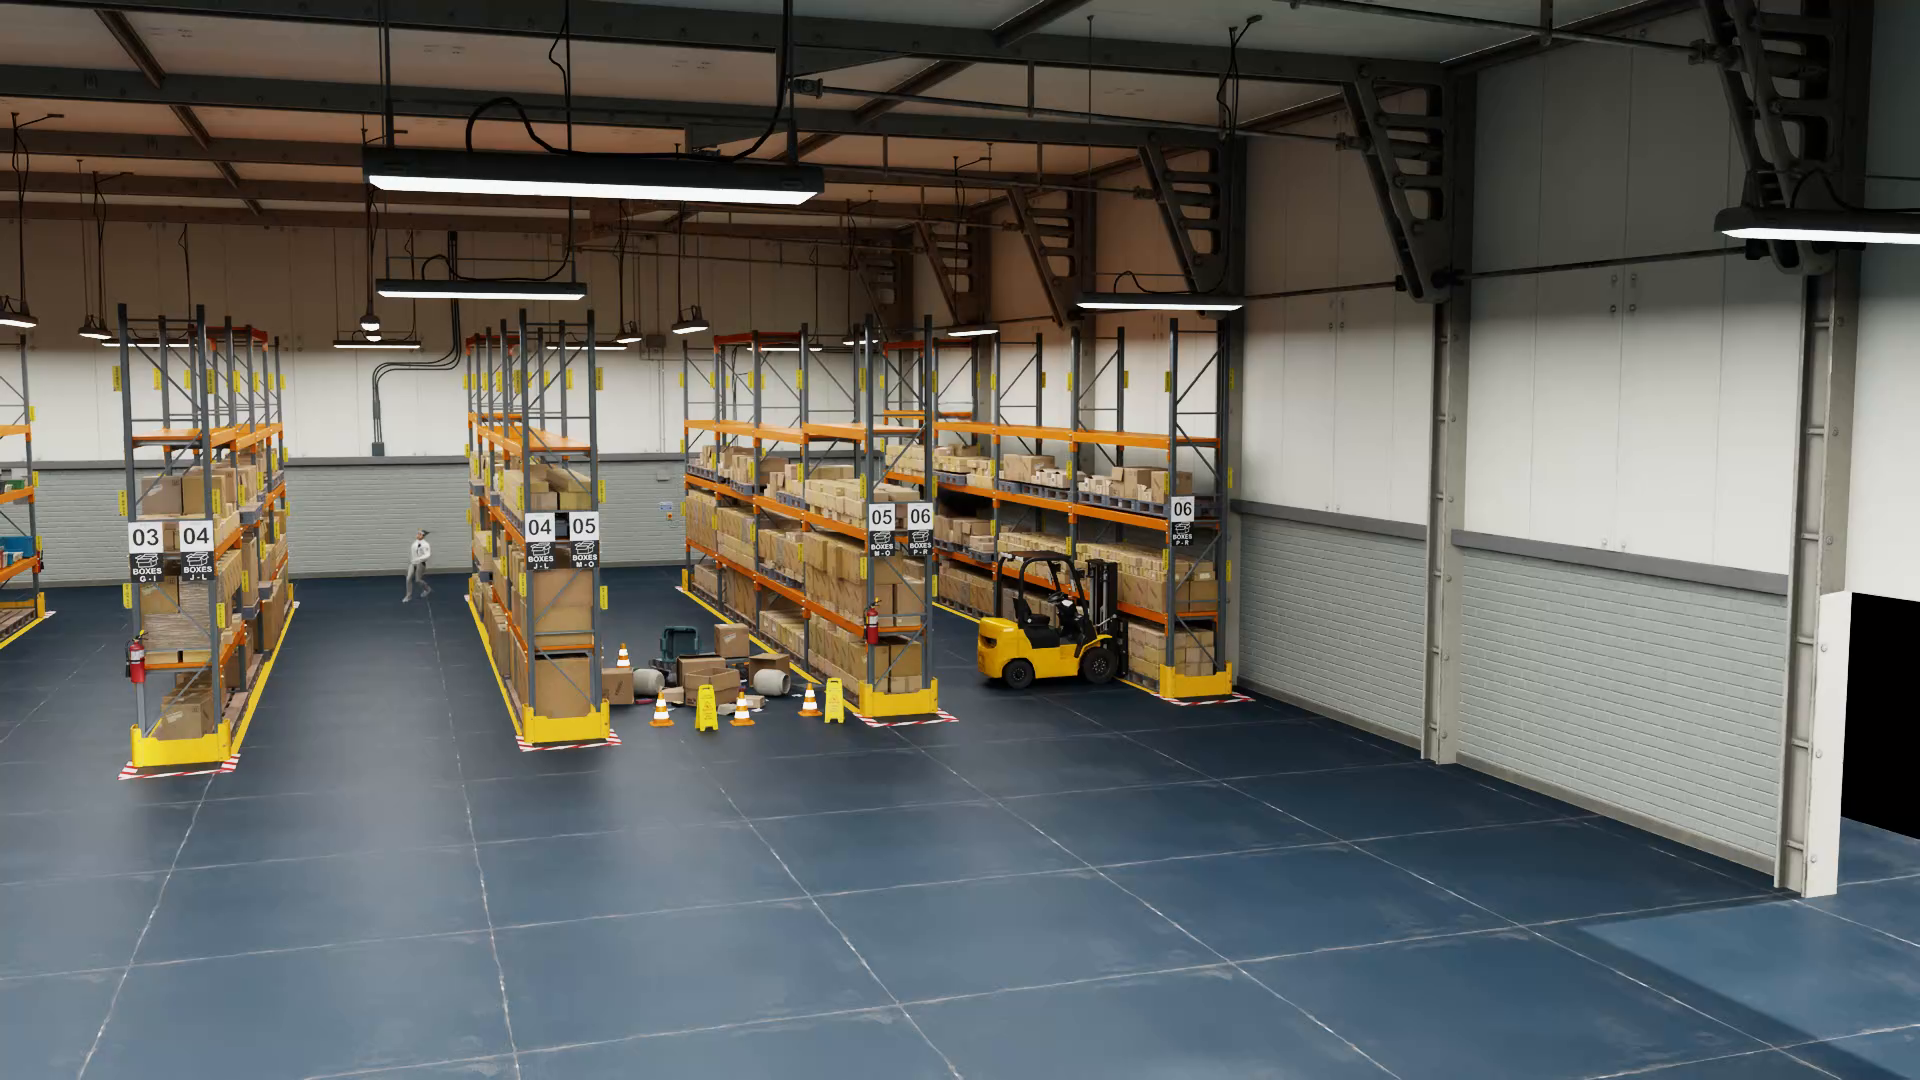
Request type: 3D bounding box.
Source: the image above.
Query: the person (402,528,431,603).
[{"bbox_3d":[-12.370,0.569,38.005,0.642,1.683,0.815,3,6,29],"label":"person"}]

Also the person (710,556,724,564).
[{"bbox_3d":[-5.957,0.212,41.497,1.025,1.703,0.756,1,5,6],"label":"person"}]
